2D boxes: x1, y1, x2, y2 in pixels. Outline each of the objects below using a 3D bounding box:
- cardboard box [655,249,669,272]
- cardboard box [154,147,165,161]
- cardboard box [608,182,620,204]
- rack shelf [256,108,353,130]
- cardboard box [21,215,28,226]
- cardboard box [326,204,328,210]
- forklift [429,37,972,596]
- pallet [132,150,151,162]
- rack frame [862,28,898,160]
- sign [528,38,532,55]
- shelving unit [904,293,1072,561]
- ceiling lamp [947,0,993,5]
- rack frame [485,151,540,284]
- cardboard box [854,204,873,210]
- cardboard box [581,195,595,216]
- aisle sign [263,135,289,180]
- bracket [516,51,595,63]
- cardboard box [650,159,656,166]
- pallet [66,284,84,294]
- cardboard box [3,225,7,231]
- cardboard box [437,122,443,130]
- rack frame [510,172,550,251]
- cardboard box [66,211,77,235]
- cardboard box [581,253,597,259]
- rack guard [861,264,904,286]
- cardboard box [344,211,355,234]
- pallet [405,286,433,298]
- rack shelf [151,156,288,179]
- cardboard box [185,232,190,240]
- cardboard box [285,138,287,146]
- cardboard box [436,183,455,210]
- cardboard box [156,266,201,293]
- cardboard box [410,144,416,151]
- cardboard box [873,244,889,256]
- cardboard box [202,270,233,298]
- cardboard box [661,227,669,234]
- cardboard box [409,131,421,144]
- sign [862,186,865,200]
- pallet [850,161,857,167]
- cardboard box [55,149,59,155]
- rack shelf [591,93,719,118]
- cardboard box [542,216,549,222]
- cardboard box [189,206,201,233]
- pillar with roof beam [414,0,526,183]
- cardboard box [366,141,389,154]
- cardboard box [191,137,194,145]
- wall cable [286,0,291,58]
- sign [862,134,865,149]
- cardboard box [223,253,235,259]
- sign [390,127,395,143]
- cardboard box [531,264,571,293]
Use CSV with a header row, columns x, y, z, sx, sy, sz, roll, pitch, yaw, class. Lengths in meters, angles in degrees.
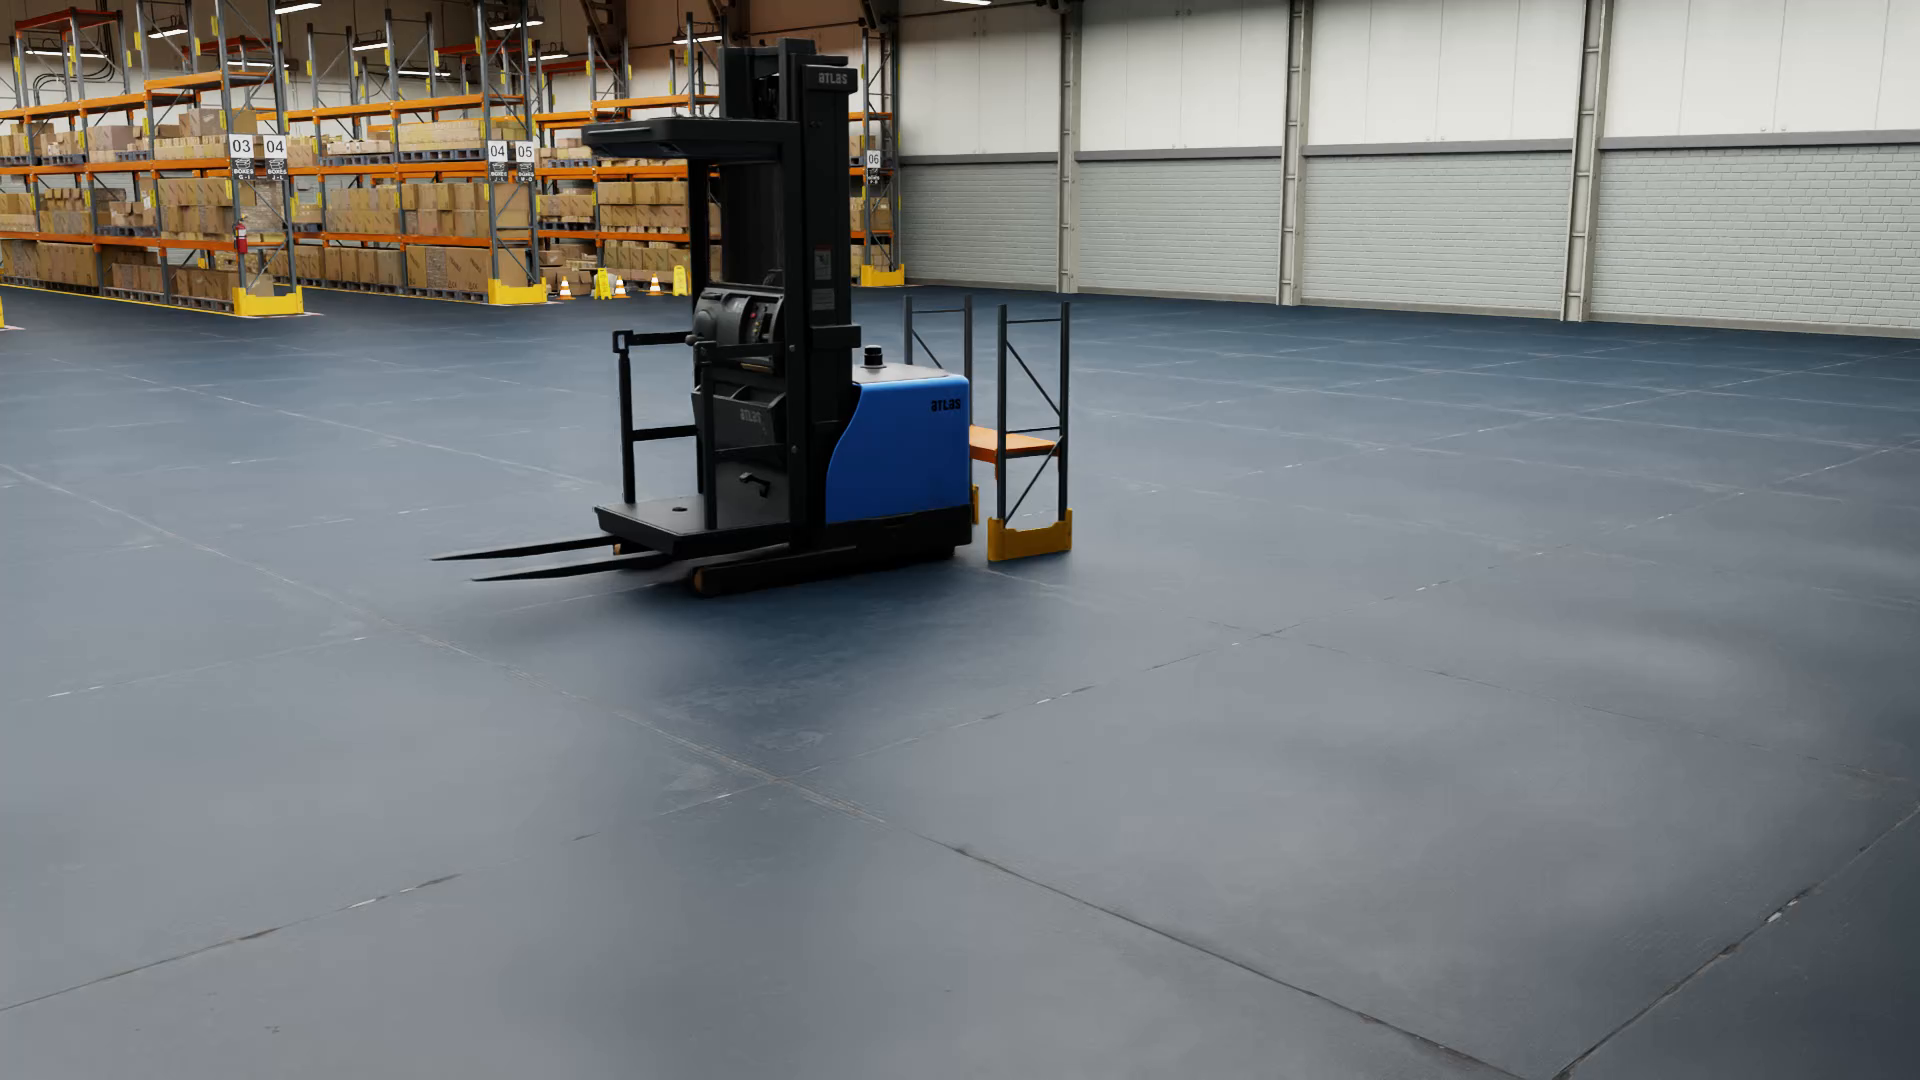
x,y,z,sx,sy,sz,roll,pitch,yaw,class
-6.589,-6.379,37.854,0.500,0.500,0.500,-10,15,-40,cardboard box
-15.288,-7.493,32.287,0.500,0.250,0.500,11,16,43,cardboard box
-7.763,-8.092,38.794,0.700,0.500,0.500,-11,16,-42,cardboard box
-15.900,-10.141,40.108,1.077,0.370,4.000,-11,16,-43,rack shelf
-21.793,-7.542,39.219,0.500,0.250,0.500,-10,15,-41,cardboard box
-15.052,-8.003,39.930,0.380,0.149,0.250,-11,16,-43,cardboard box
-1.415,-1.252,9.225,3.031,2.935,1.130,-9,14,-36,forklift
-15.763,-7.681,33.293,1.213,0.211,1.003,-11,16,-43,pallet
-1.897,-10.627,39.691,1.000,3.000,0.127,-11,16,-43,rack frame
-8.589,-9.842,33.172,0.100,0.325,0.005,-11,16,-43,sign
0.143,-0.733,10.252,0.587,1.500,1.083,-8,14,-33,shelving unit
0.002,-11.960,31.697,2.000,3.185,0.800,-11,16,-43,ceiling lamp
-8.995,-6.292,33.517,1.000,3.000,0.127,-11,16,-43,rack frame
-2.339,-8.067,40.277,0.380,0.149,0.250,-11,16,-42,cardboard box
-8.732,-8.016,39.859,0.500,0.500,0.500,-11,16,-44,cardboard box
-12.392,-6.921,30.130,0.394,0.787,0.004,-11,16,-43,aisle sign
-12.335,-14.755,50.810,0.076,0.066,4.783,-11,16,-43,bracket
-6.797,-8.546,37.649,0.250,0.149,0.380,11,16,44,cardboard box
-19.505,-5.721,37.655,1.003,0.211,1.213,-11,16,-43,pallet
-22.984,-7.580,40.392,0.380,0.149,0.250,-11,16,-44,cardboard box
-10.526,-8.508,34.196,0.380,0.149,0.250,-11,16,-42,cardboard box
-11.009,-8.164,42.603,1.000,3.000,0.127,-11,16,-43,rack frame
-19.397,-7.018,36.795,0.500,0.500,0.500,11,16,43,cardboard box
-11.028,-8.399,49.479,0.396,0.266,0.258,-10,15,-41,cardboard box
-1.880,-6.461,40.532,1.175,0.500,0.348,-11,16,-43,rack guard
-13.703,-7.258,37.957,0.500,0.500,0.500,-11,16,-43,cardboard box
-11.288,-5.388,36.040,1.003,0.211,1.213,-11,16,-43,pallet
-14.033,-7.024,31.420,1.077,0.370,4.000,-11,16,-43,rack shelf
-14.602,-5.824,31.868,0.380,0.149,0.250,-11,16,-43,cardboard box
-16.310,-9.525,40.479,0.797,0.503,0.637,-11,16,-43,cardboard box
-10.418,-7.181,34.785,0.875,0.550,0.500,-11,16,-43,cardboard box
-15.822,-5.283,33.724,0.500,0.500,0.700,10,15,41,cardboard box
-11.400,-8.302,35.173,0.380,0.149,0.250,-11,16,-43,cardboard box
-2.092,-7.134,40.899,0.500,0.250,0.500,-11,16,-43,cardboard box
-14.280,-4.954,32.179,0.500,0.500,0.500,10,15,40,cardboard box
-6.514,-6.993,37.544,0.380,0.149,0.250,-11,16,-42,cardboard box
-11.272,-8.488,35.088,0.500,0.250,0.500,-11,16,-43,cardboard box
-2.299,-8.298,39.798,0.100,0.325,0.005,-11,16,-43,sign
-3.213,-9.399,41.385,1.003,0.211,1.213,-11,16,-43,pallet
-20.019,-8.680,37.258,0.250,0.149,0.380,11,16,43,cardboard box
-6.865,-9.873,37.821,1.077,0.370,4.000,-11,16,-43,rack shelf
-10.194,-8.014,41.456,0.380,0.149,0.250,-10,15,-39,cardboard box
-14.095,-6.104,31.620,0.875,0.500,0.500,-11,16,-43,cardboard box
-17.270,-12.881,50.633,9.100,9.000,0.548,-11,16,-43,pillar with roof beam
-12.769,-8.675,36.736,0.500,0.250,0.500,-11,16,-43,cardboard box
-14.118,-7.441,31.043,0.250,0.149,0.380,11,16,42,cardboard box
-21.422,-16.146,50.127,2.355,3.000,0.029,-11,16,-43,wall cable
-2.299,-9.479,39.555,0.100,0.325,0.005,-11,16,-43,sign
-19.153,-7.459,43.733,0.380,0.149,0.250,-10,15,-40,cardboard box
-12.143,-8.675,35.590,0.100,0.325,0.005,-11,16,-43,sign
-9.180,-5.879,37.363,0.797,0.637,0.503,-11,16,-43,cardboard box
